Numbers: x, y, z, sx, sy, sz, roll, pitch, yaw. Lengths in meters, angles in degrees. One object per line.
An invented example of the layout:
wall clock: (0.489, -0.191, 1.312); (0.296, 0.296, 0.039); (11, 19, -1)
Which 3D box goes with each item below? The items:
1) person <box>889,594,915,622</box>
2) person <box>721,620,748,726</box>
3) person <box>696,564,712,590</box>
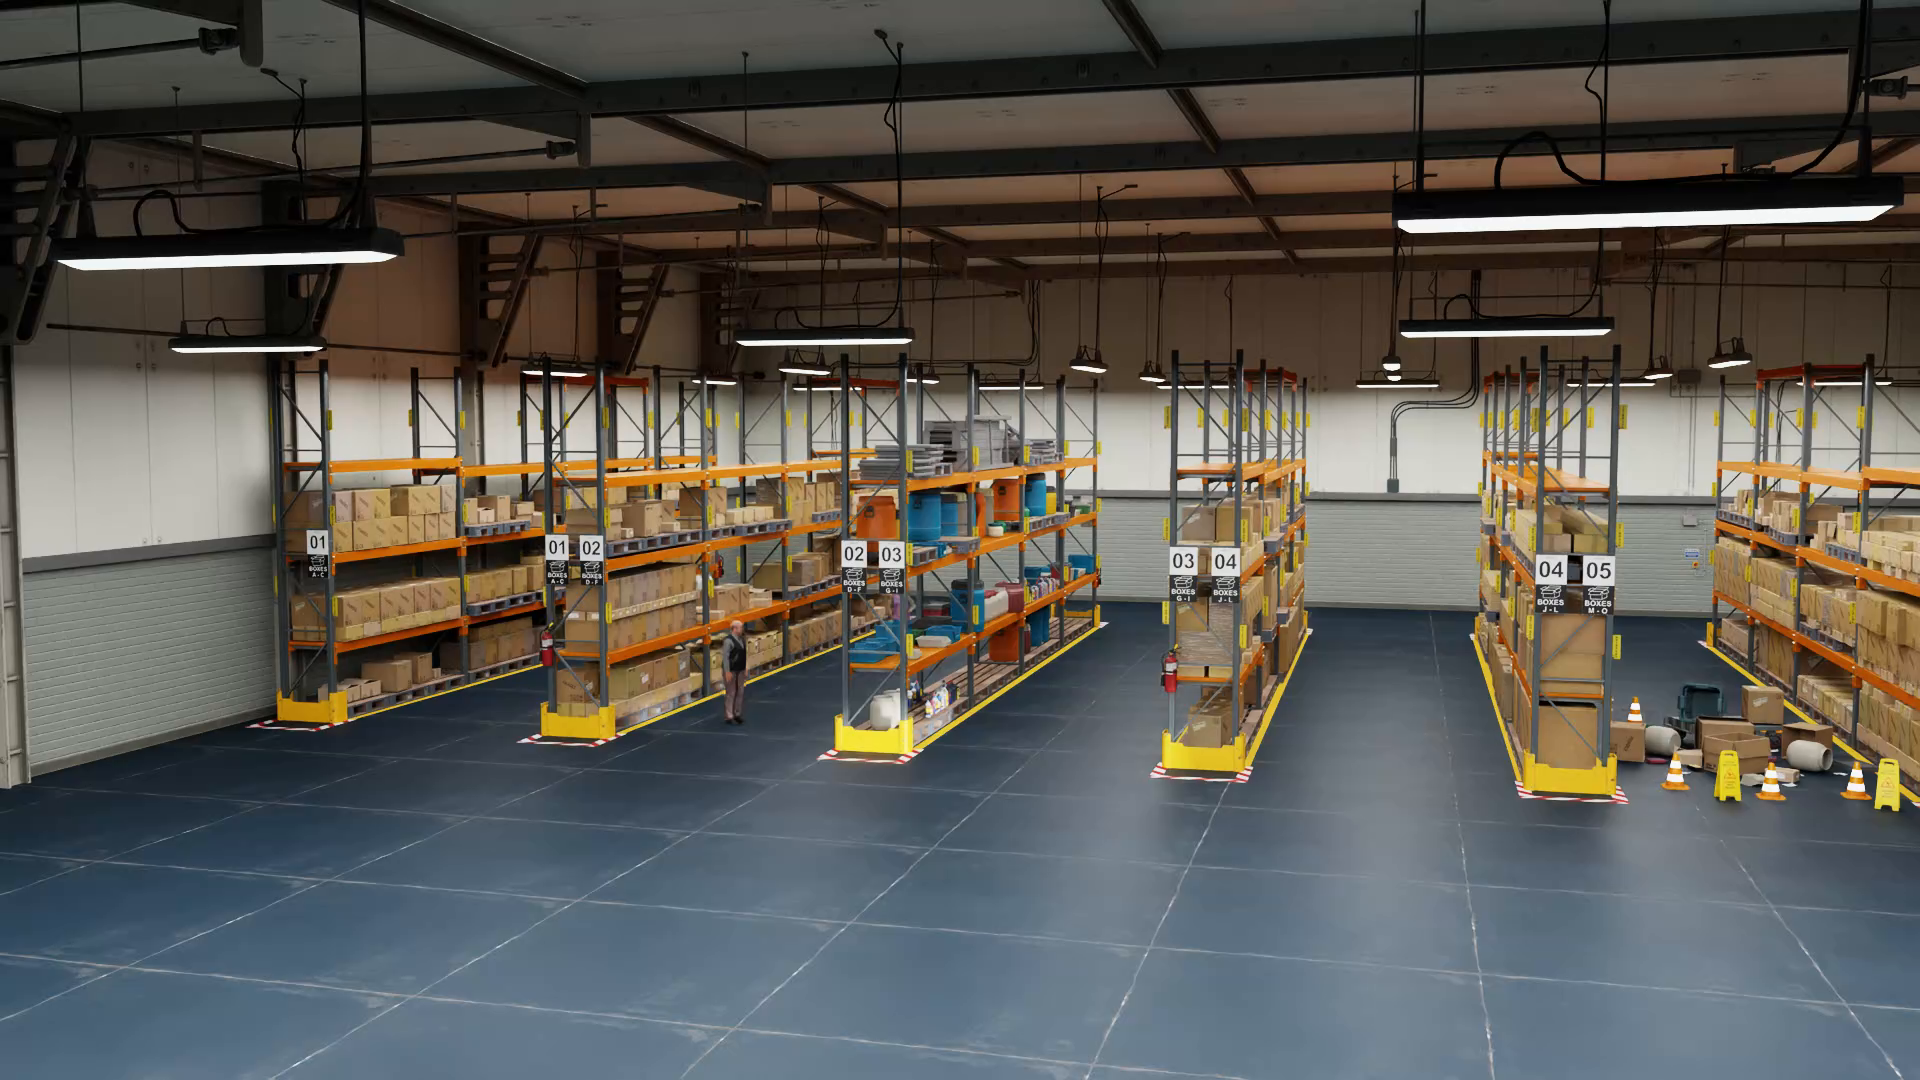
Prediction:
person: (-1.207, 1.616, 33.921); (0.567, 1.531, 0.711); (2, 4, 22)
person: (-3.732, 2.174, 27.427); (0.388, 1.737, 0.565); (2, 5, 27)
person: (-6.026, 1.355, 39.064); (0.457, 1.653, 0.708); (1, 4, 12)
